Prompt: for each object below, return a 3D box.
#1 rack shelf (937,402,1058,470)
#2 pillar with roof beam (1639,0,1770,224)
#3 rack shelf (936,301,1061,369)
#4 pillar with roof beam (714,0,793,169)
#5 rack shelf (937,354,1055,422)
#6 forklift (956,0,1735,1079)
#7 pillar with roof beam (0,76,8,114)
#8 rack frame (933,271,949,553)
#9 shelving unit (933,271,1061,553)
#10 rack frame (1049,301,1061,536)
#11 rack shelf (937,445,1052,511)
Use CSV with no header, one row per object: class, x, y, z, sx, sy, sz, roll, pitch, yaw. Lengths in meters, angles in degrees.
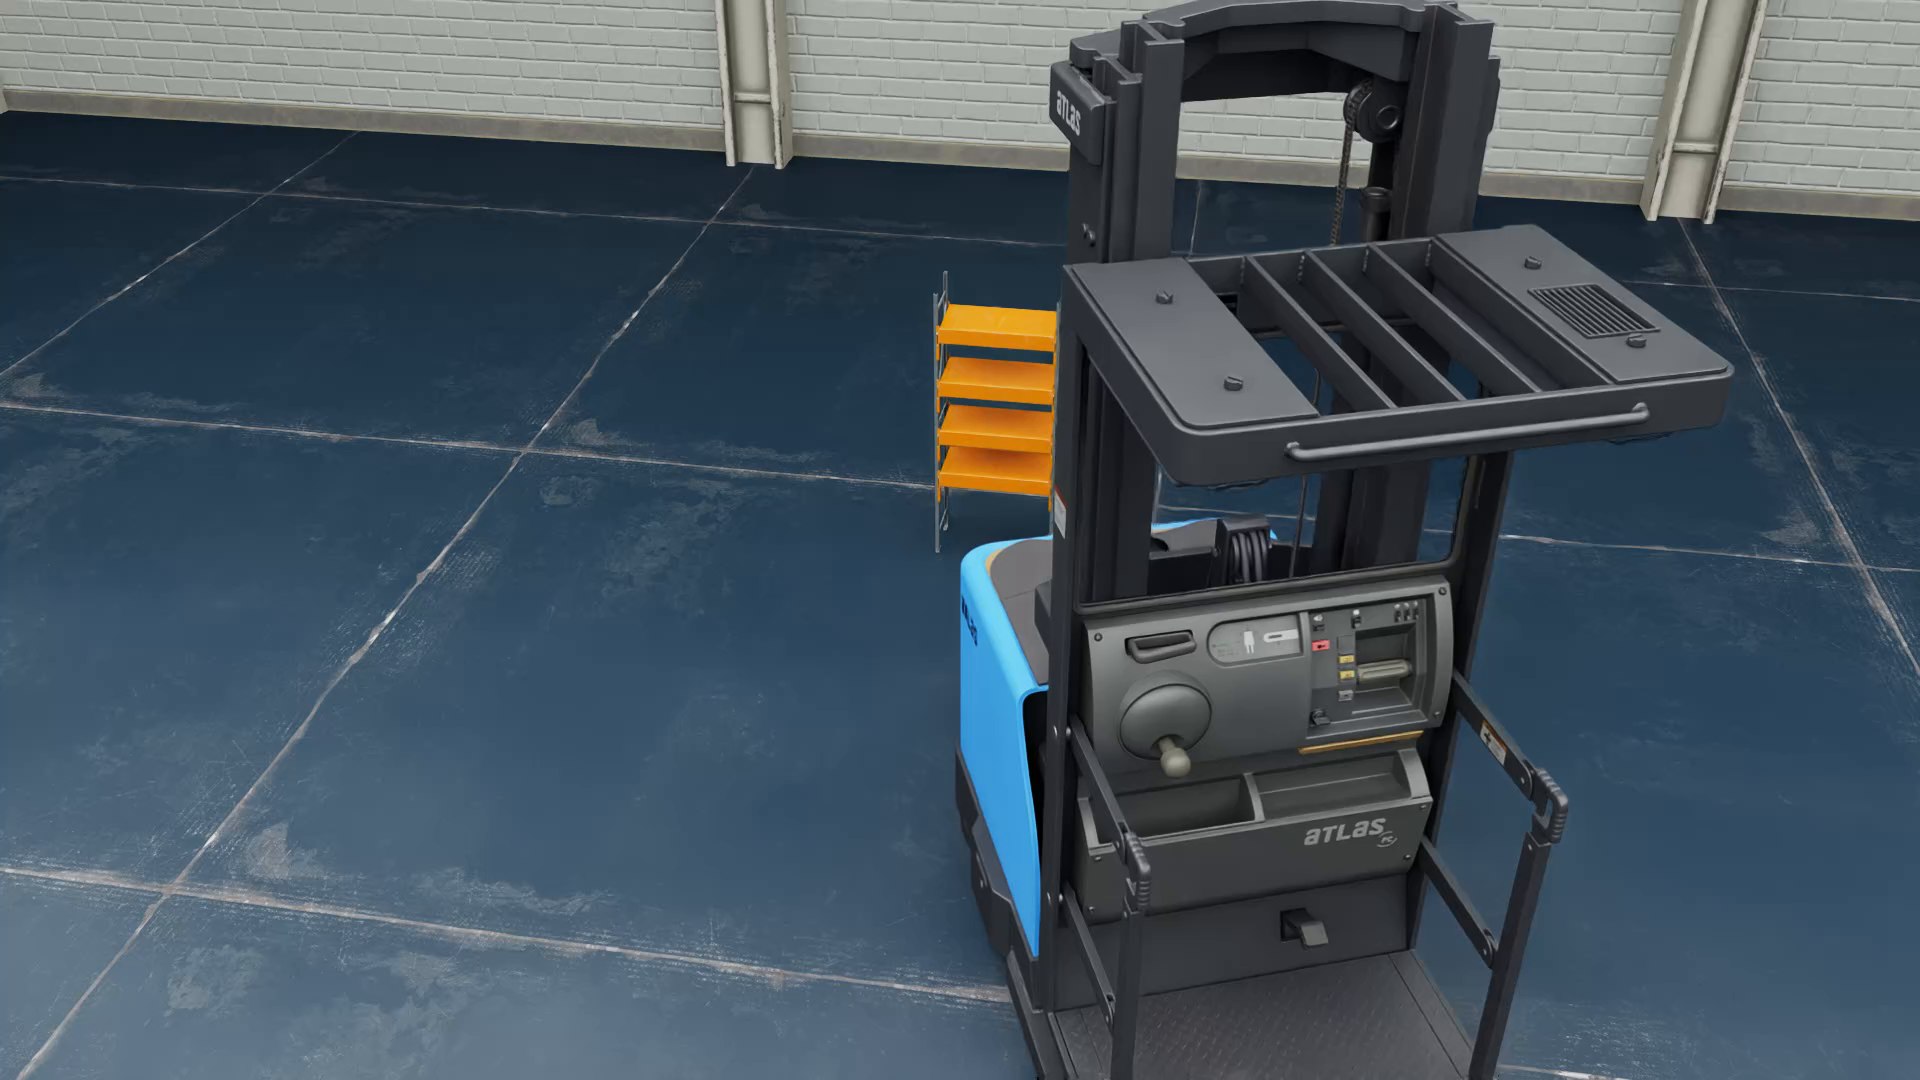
rack shelf,0.163,-0.437,6.944,0.480,0.148,0.258,5,32,8
pillar with roof beam,3.821,-3.639,4.582,0.400,9.000,9.100,5,32,8
rack shelf,0.163,-0.827,6.700,0.480,0.148,0.258,5,32,8
pillar with roof beam,-2.093,-4.174,5.438,0.400,9.000,9.100,5,32,8
rack shelf,0.163,-0.626,6.825,0.480,0.148,0.258,5,32,8
forklift,0.810,0.389,3.865,1.130,2.935,3.031,-7,33,-11
pillar with roof beam,-8.008,-4.710,6.293,0.400,9.000,9.100,5,32,8
rack frame,-0.077,-0.516,6.943,0.015,1.200,0.240,5,32,8
shelving unit,0.163,-0.494,6.908,0.503,1.200,0.258,5,32,8
rack frame,0.404,-0.472,6.873,0.015,1.200,0.240,5,32,8
rack shelf,0.163,-0.268,7.049,0.480,0.148,0.258,5,32,8
